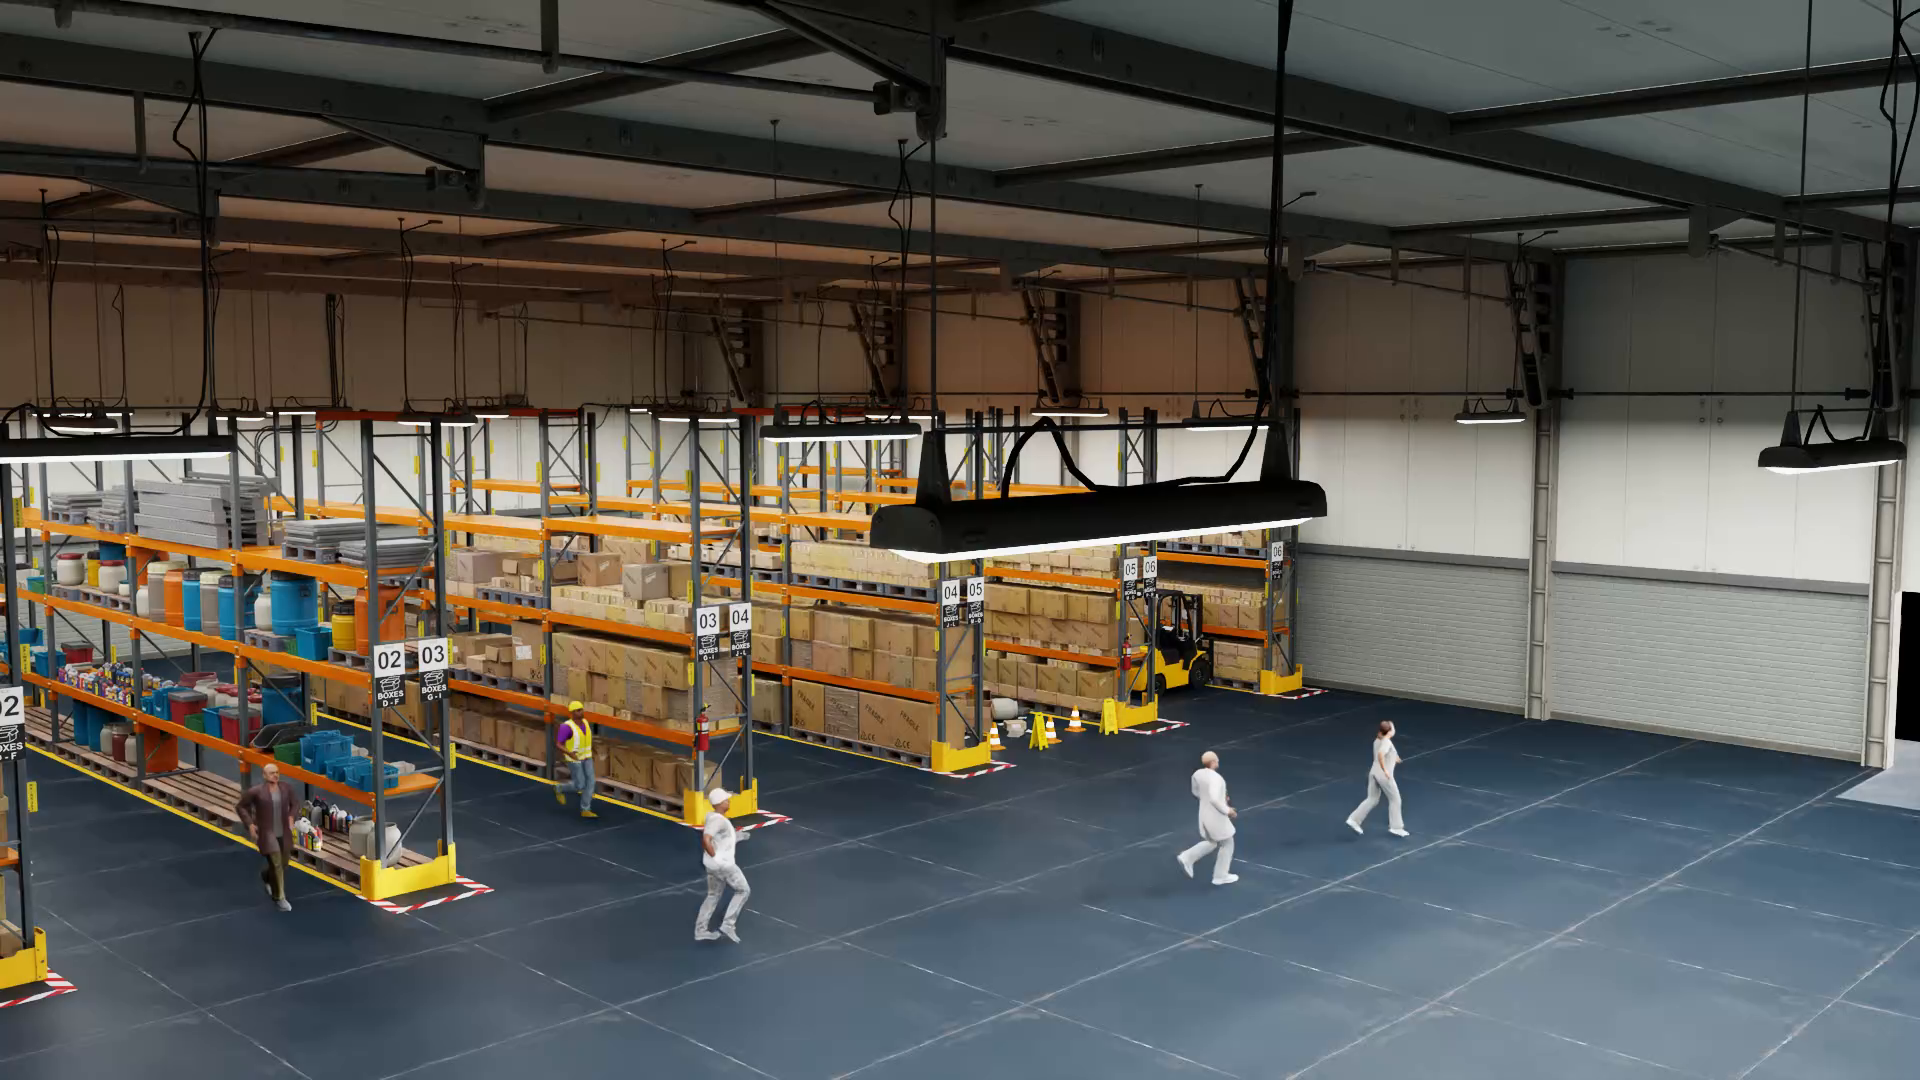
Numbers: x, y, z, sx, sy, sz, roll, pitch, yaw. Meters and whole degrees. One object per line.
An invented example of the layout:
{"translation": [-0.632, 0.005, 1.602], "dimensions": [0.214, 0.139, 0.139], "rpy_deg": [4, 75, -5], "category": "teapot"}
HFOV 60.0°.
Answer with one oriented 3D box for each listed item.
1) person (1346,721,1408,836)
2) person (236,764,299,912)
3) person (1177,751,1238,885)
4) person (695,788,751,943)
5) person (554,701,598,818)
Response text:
{"translation": [5.960, 3.405, 23.659], "dimensions": [0.954, 1.682, 0.523], "rpy_deg": [-2, 5, -19], "category": "person"}
{"translation": [-8.502, 3.629, 20.515], "dimensions": [0.867, 1.779, 0.724], "rpy_deg": [4, 7, 41], "category": "person"}
{"translation": [3.215, 3.572, 21.350], "dimensions": [0.832, 1.736, 0.716], "rpy_deg": [-2, 5, -22], "category": "person"}
{"translation": [-2.726, 3.748, 19.138], "dimensions": [0.689, 1.800, 0.668], "rpy_deg": [-2, 6, -26], "category": "person"}
{"translation": [-5.714, 3.269, 24.869], "dimensions": [0.801, 1.739, 0.700], "rpy_deg": [3, 6, 34], "category": "person"}
